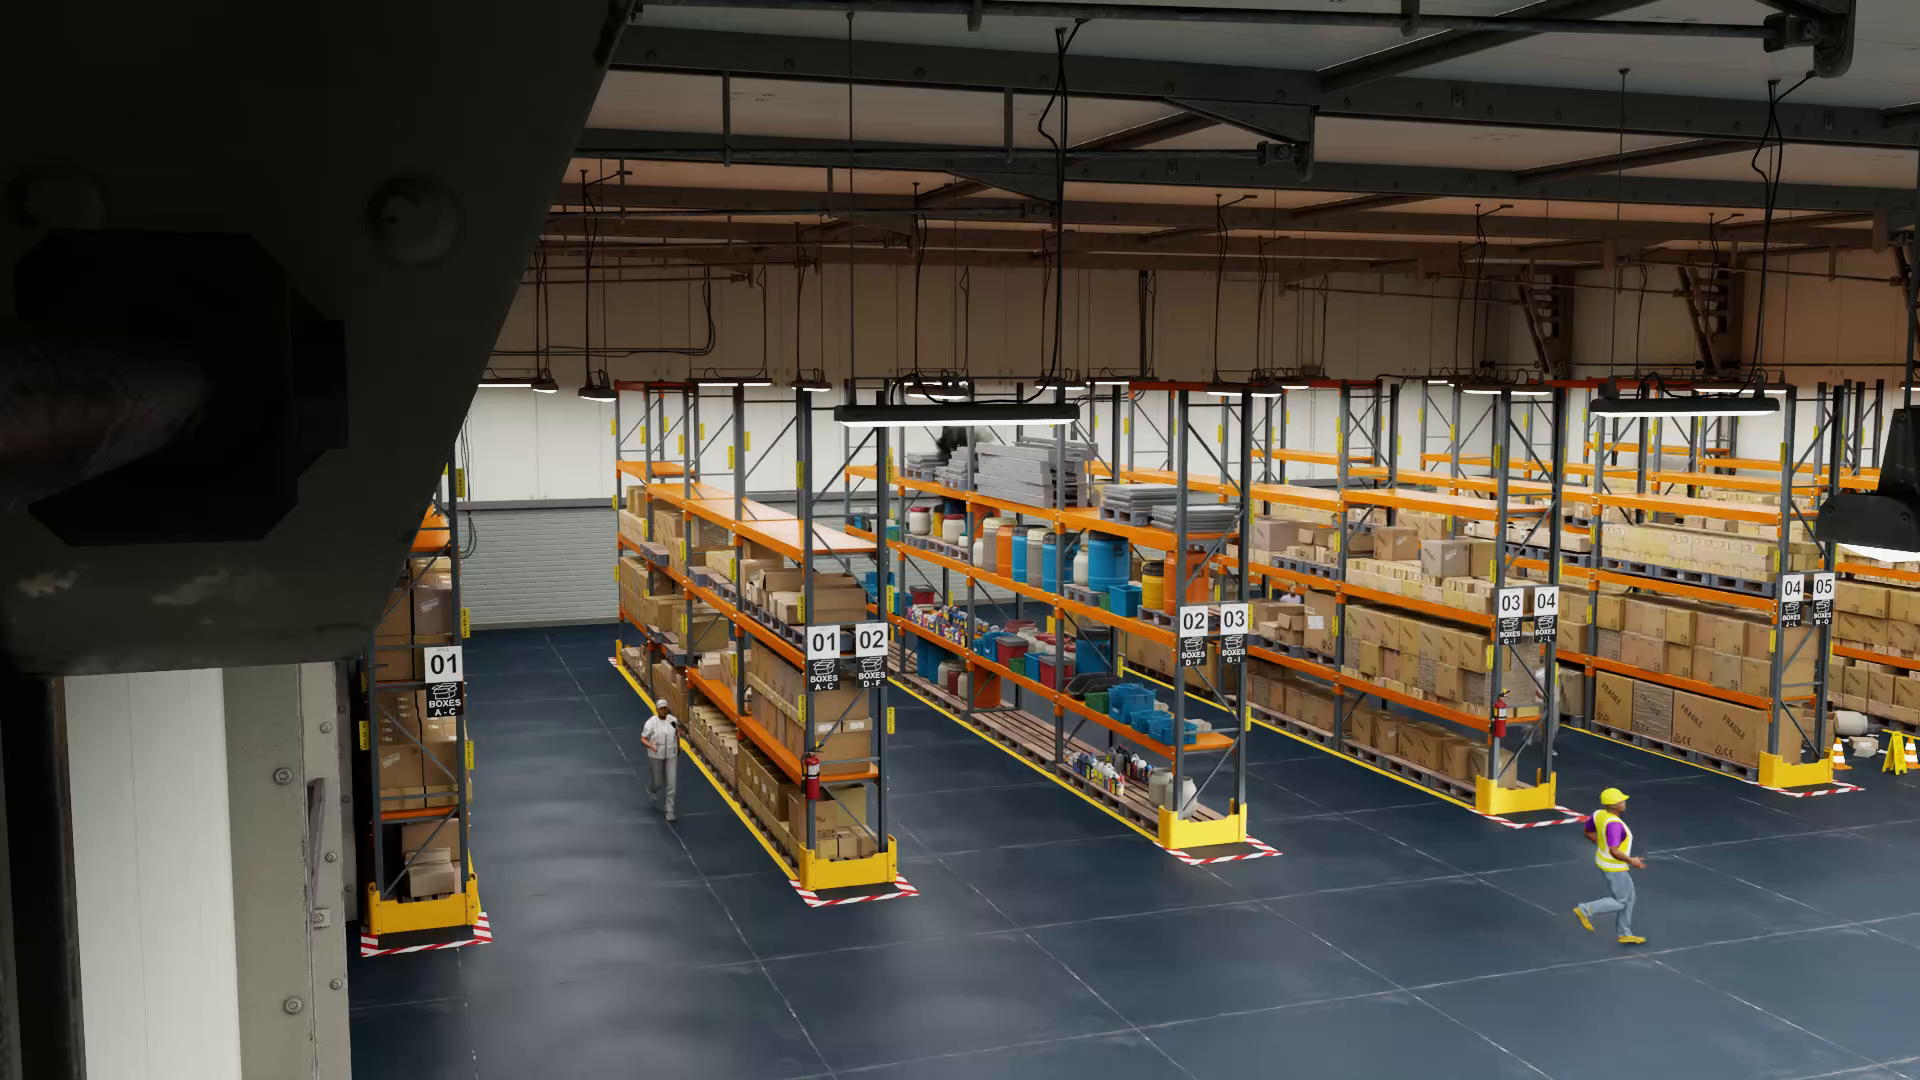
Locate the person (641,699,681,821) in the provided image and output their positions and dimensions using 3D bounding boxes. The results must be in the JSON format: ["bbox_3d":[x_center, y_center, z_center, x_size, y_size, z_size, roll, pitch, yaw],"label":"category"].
[{"bbox_3d":[-4.174,3.049,23.367,0.607,1.659,0.849,-3,7,-23],"label":"person"}]

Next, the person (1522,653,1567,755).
[{"bbox_3d":[9.574,2.643,27.161,0.577,1.673,0.611,-4,7,-30],"label":"person"}]

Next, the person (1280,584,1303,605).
[{"bbox_3d":[7.138,1.753,35.886,0.603,1.622,0.603,-2,6,-20],"label":"person"}]

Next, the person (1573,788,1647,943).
[{"bbox_3d":[7.117,3.559,18.190,0.815,1.727,0.712,0,6,4],"label":"person"}]
